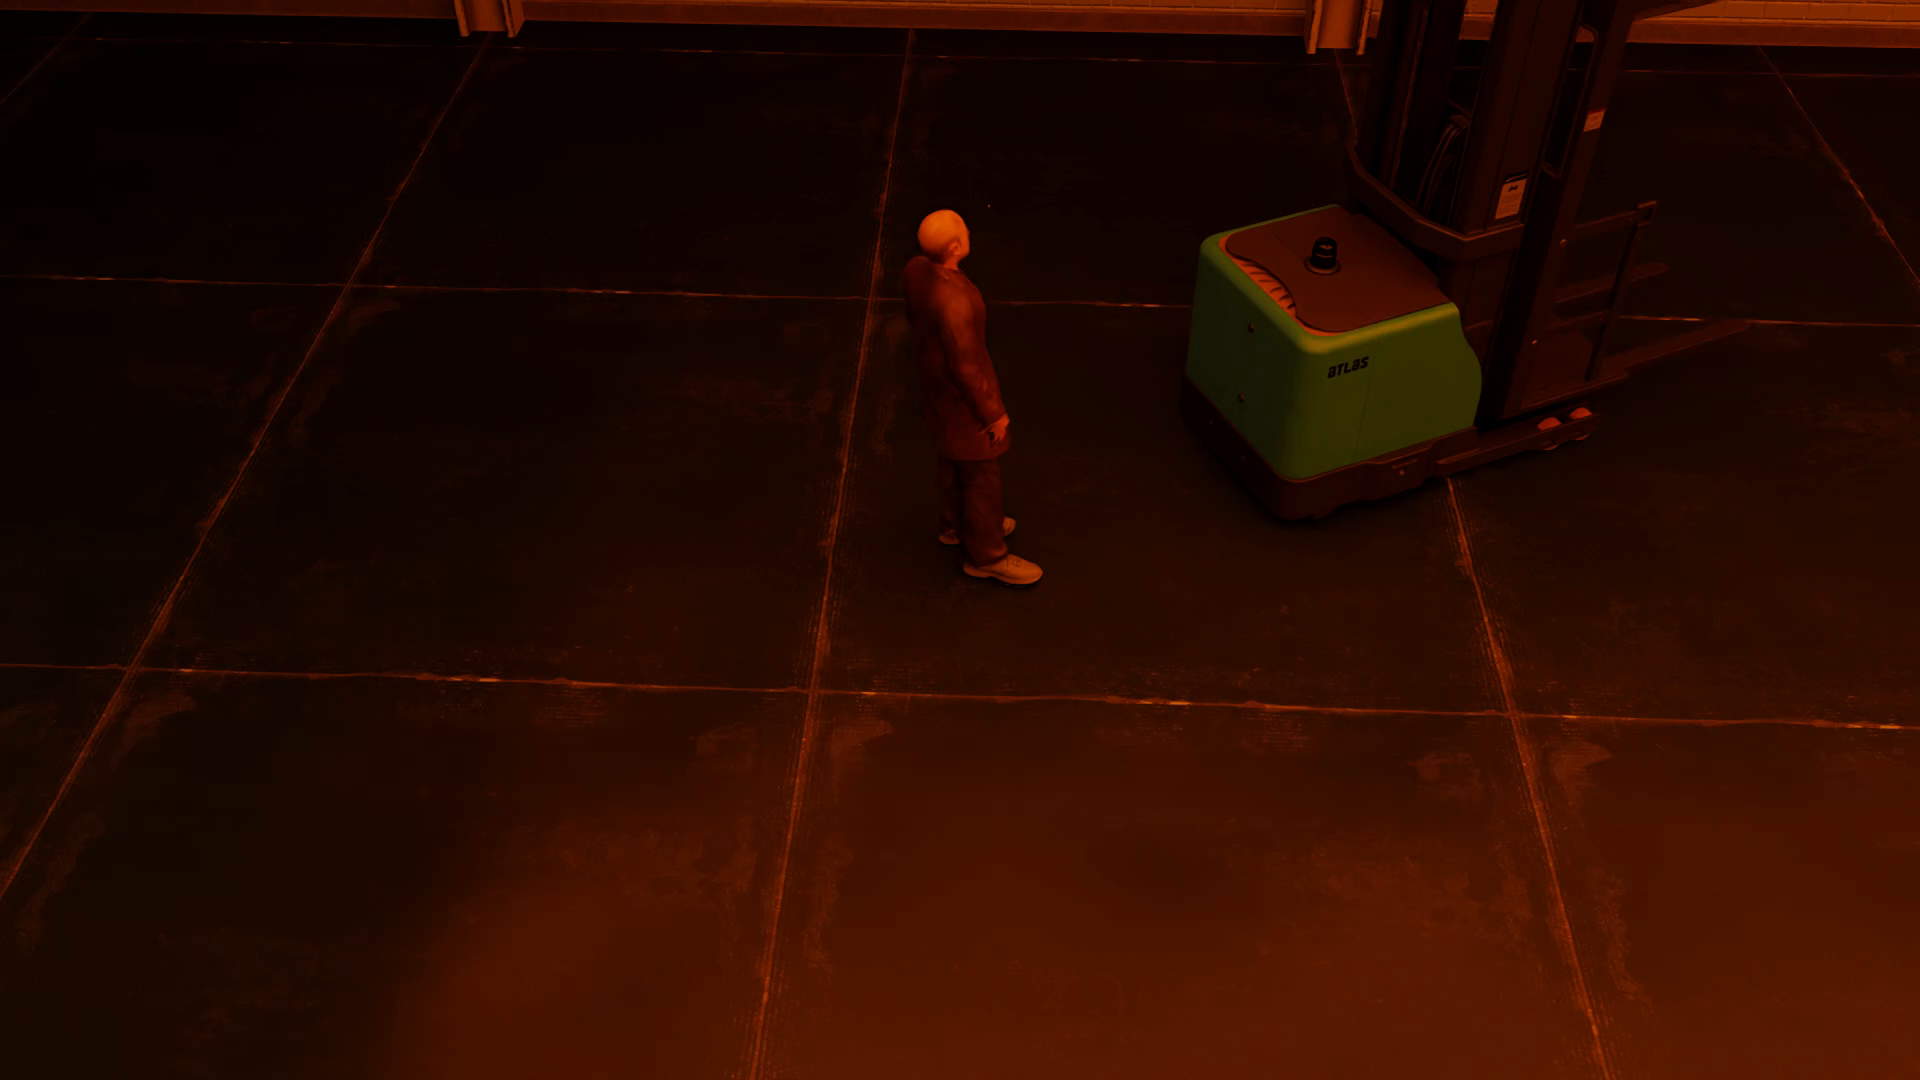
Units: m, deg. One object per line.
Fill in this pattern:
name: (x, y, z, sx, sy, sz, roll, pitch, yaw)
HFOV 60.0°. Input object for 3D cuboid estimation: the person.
person: (0.051, -0.645, 7.301, 0.465, 1.779, 0.775, -17, 45, -17)

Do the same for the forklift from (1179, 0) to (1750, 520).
forklift: (2.686, -1.843, 7.761, 3.031, 2.935, 1.130, -17, 45, -18)
